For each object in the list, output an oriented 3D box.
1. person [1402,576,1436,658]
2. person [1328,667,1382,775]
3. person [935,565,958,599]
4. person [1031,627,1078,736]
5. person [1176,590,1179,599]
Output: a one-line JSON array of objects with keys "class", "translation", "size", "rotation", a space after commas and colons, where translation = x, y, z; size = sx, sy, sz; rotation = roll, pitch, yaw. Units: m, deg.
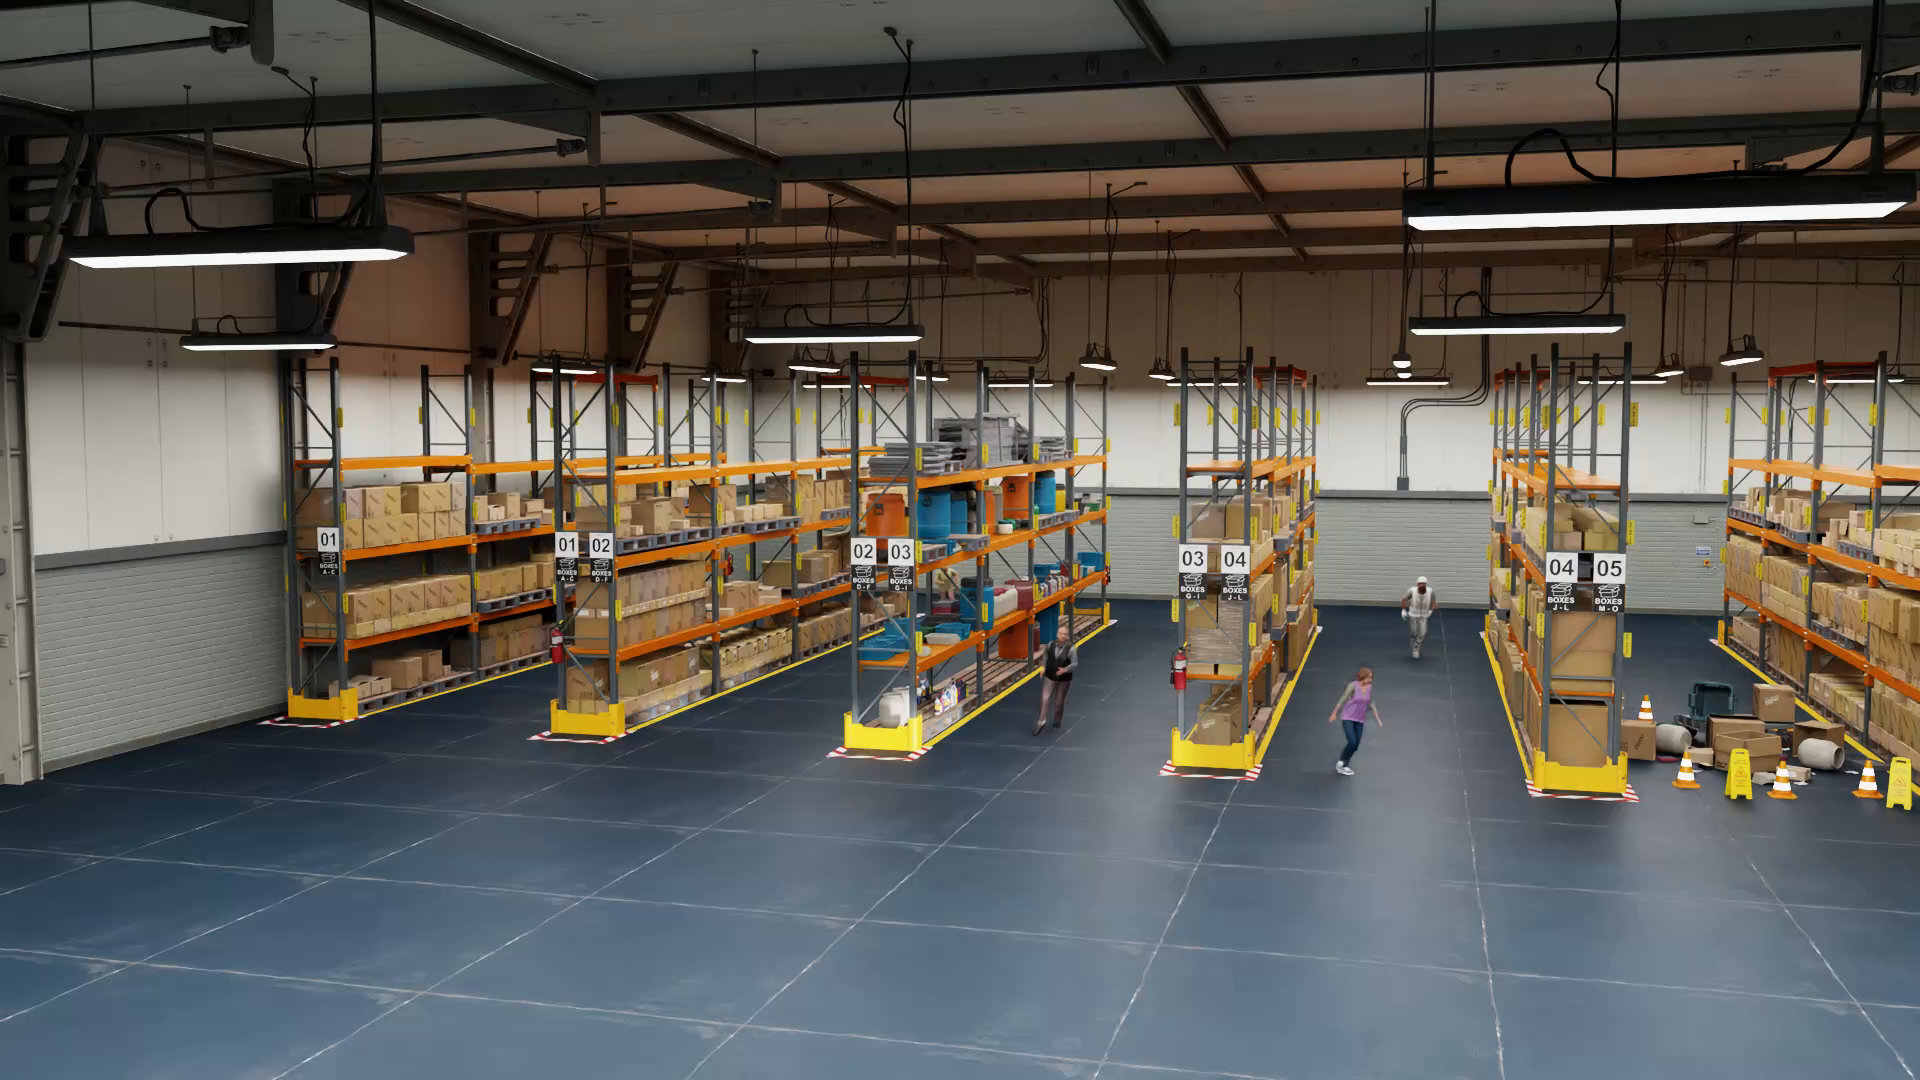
[{"class": "person", "translation": [9.614, 1.596, 34.819], "size": [0.672, 1.709, 0.701], "rotation": [0, 4, -1]}, {"class": "person", "translation": [5.521, 2.529, 23.204], "size": [0.552, 1.548, 0.592], "rotation": [-2, 5, -29]}, {"class": "person", "translation": [-0.330, 1.238, 40.497], "size": [0.580, 1.564, 0.854], "rotation": [0, 4, 0]}, {"class": "person", "translation": [1.532, 2.211, 26.255], "size": [0.716, 1.693, 0.833], "rotation": [1, 4, 14]}, {"class": "person", "translation": [5.208, 1.528, 37.779], "size": [0.538, 1.416, 0.952], "rotation": [2, 5, 29]}]
